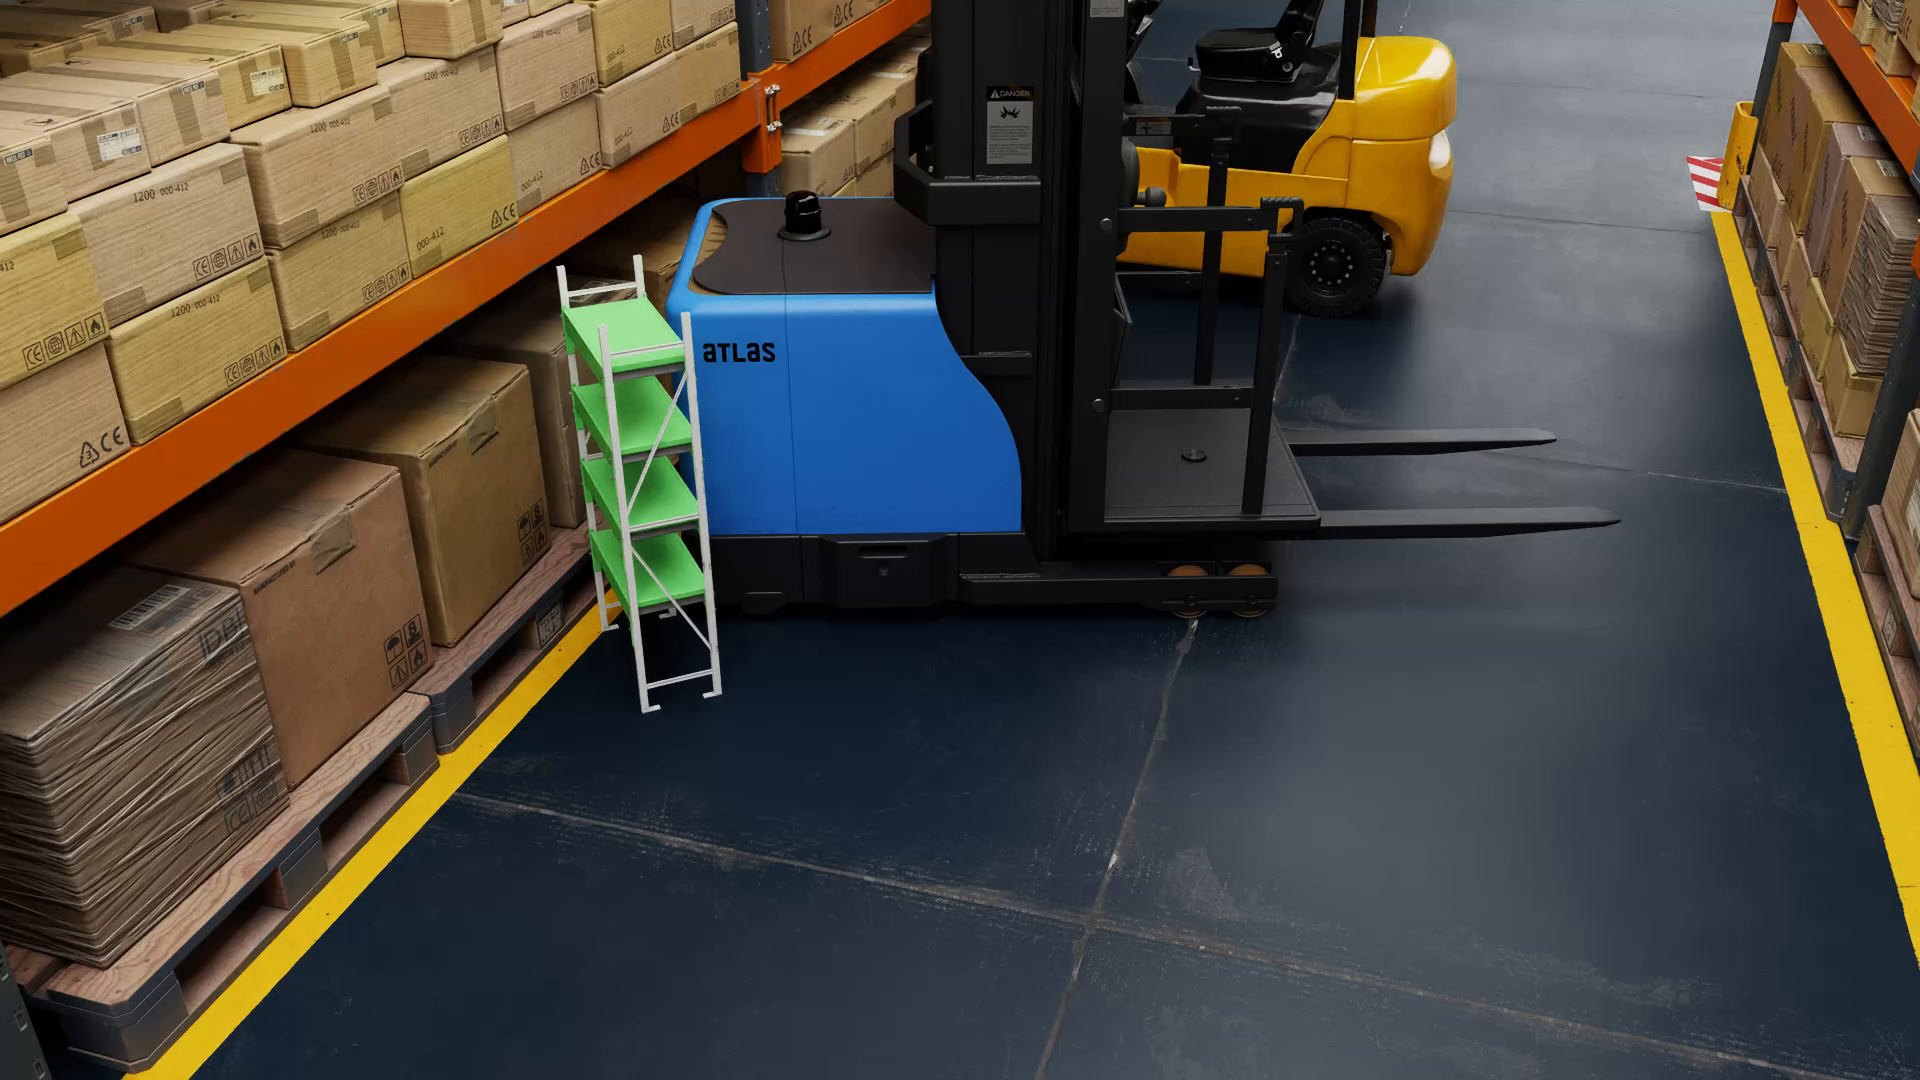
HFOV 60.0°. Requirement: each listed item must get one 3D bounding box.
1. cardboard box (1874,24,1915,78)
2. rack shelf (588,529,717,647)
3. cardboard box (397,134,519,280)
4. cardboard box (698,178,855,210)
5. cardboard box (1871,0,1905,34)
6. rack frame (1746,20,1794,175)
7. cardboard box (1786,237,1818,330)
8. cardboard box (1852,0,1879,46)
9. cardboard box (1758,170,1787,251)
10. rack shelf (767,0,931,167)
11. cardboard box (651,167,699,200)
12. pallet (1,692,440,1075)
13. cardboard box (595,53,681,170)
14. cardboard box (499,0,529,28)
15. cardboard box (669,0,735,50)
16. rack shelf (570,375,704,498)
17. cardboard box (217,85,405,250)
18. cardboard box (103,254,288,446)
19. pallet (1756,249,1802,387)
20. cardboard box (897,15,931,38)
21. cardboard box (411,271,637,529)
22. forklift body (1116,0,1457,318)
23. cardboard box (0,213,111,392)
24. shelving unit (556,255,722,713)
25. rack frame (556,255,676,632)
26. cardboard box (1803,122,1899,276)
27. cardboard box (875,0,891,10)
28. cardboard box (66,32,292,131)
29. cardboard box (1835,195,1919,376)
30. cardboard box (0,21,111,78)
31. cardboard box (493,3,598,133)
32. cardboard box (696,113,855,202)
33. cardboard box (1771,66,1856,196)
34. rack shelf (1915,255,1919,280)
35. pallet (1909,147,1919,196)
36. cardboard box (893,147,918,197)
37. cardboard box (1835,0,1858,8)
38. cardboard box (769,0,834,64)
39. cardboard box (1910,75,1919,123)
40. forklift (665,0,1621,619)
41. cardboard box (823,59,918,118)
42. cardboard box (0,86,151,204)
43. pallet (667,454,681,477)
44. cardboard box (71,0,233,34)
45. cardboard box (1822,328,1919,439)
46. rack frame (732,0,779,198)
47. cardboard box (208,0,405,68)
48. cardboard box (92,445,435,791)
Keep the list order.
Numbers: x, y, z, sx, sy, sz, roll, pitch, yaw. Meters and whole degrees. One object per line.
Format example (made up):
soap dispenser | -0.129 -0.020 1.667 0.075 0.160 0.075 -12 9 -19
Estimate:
cardboard box | 3.648 -1.818 6.190 0.380 0.149 0.250 8 30 14
rack shelf | -0.918 0.111 4.941 0.258 0.148 0.480 -12 31 -21
cardboard box | -1.556 -0.930 4.490 0.500 0.250 0.500 9 30 16
cardboard box | -0.759 -1.350 6.973 0.500 0.250 0.500 8 30 15
cardboard box | 3.735 -2.160 6.138 0.500 0.500 0.500 9 30 16
rack frame | 4.724 -3.121 8.274 1.000 3.000 0.127 8 30 15
cardboard box | 3.767 -1.041 6.933 0.500 0.250 0.500 9 30 16
cardboard box | 3.793 -2.057 6.620 0.380 0.149 0.250 9 30 15
cardboard box | 4.066 -1.531 7.813 0.500 0.250 0.500 10 30 17
rack shelf | -0.609 -2.584 8.049 1.077 0.370 4.000 8 30 15
cardboard box | -1.237 -1.644 6.987 0.500 0.250 0.500 9 30 16
pallet | -2.091 0.732 4.217 1.003 0.211 1.213 8 30 15
cardboard box | -1.236 -1.397 5.330 0.500 0.250 0.500 8 30 15
cardboard box | -1.431 -1.507 4.604 0.380 0.149 0.250 9 30 15
cardboard box | -1.096 -1.857 5.642 0.500 0.250 0.500 8 30 14
rack shelf | -0.918 -0.308 4.708 0.258 0.148 0.480 -12 31 -21
cardboard box | -1.687 -0.907 3.935 0.500 0.250 0.500 8 30 14
cardboard box | -1.854 -0.448 3.625 0.500 0.250 0.500 8 30 14
pallet | 4.070 -0.929 7.203 1.003 0.211 1.213 8 30 15
cardboard box | -0.142 -2.514 8.551 0.500 0.250 0.500 9 30 16
cardboard box | -1.574 -0.511 5.593 0.875 0.625 0.625 8 30 14
forklift body | 1.165 -2.315 7.699 2.313 2.155 1.214 8 30 15
cardboard box | -1.983 -0.430 3.078 0.500 0.250 0.500 8 30 15
shelving unit | -0.918 -0.154 4.793 0.258 1.200 0.503 -12 31 -21
rack frame | -1.019 -0.263 4.987 0.240 1.200 0.015 -12 31 -21
cardboard box | 3.763 -1.359 6.732 0.500 0.500 0.500 10 31 18
cardboard box | -0.532 -2.661 7.345 0.500 0.500 0.500 8 30 14
cardboard box | -1.757 -1.034 3.754 0.380 0.149 0.250 9 30 15
cardboard box | 3.467 -0.885 5.880 0.500 0.500 0.500 8 30 14
cardboard box | -2.207 -1.100 3.872 0.380 0.149 0.250 8 30 15
cardboard box | -1.396 -1.380 4.785 0.500 0.250 0.500 9 30 16
cardboard box | -0.754 -1.567 6.850 0.500 0.250 0.500 8 30 14
cardboard box | 4.067 -1.840 7.598 0.500 0.500 0.500 7 30 13
rack shelf | 2.963 -0.018 3.437 1.077 0.370 4.000 8 30 15
pallet | 3.187 -0.844 4.378 1.003 0.211 1.213 8 30 15
cardboard box | -0.454 -1.816 7.811 0.500 0.250 0.500 8 30 14
cardboard box | 4.048 -2.415 7.264 0.380 0.149 0.250 9 30 16
cardboard box | -0.816 -2.181 6.482 0.500 0.500 0.500 8 30 13
cardboard box | 3.420 -1.462 5.551 0.380 0.149 0.250 9 30 16
forklift | 0.627 -1.289 5.053 3.031 2.935 1.130 -1 29 -1
cardboard box | -0.459 -2.036 7.693 0.500 0.250 0.500 10 30 17
cardboard box | -1.867 -0.790 3.315 0.380 0.149 0.250 9 30 16
pallet | -1.375 -0.402 6.255 1.003 0.211 1.213 8 30 15
cardboard box | -2.036 -1.333 4.291 0.380 0.149 0.250 9 30 16
cardboard box | 3.467 -0.557 6.062 0.500 0.250 0.500 10 31 17
rack frame | -1.196 -1.968 6.203 1.000 3.000 0.127 8 30 15
cardboard box | -1.642 -1.279 4.193 0.380 0.149 0.250 8 30 15
cardboard box | -1.990 0.152 4.402 0.875 0.625 0.625 9 30 17
